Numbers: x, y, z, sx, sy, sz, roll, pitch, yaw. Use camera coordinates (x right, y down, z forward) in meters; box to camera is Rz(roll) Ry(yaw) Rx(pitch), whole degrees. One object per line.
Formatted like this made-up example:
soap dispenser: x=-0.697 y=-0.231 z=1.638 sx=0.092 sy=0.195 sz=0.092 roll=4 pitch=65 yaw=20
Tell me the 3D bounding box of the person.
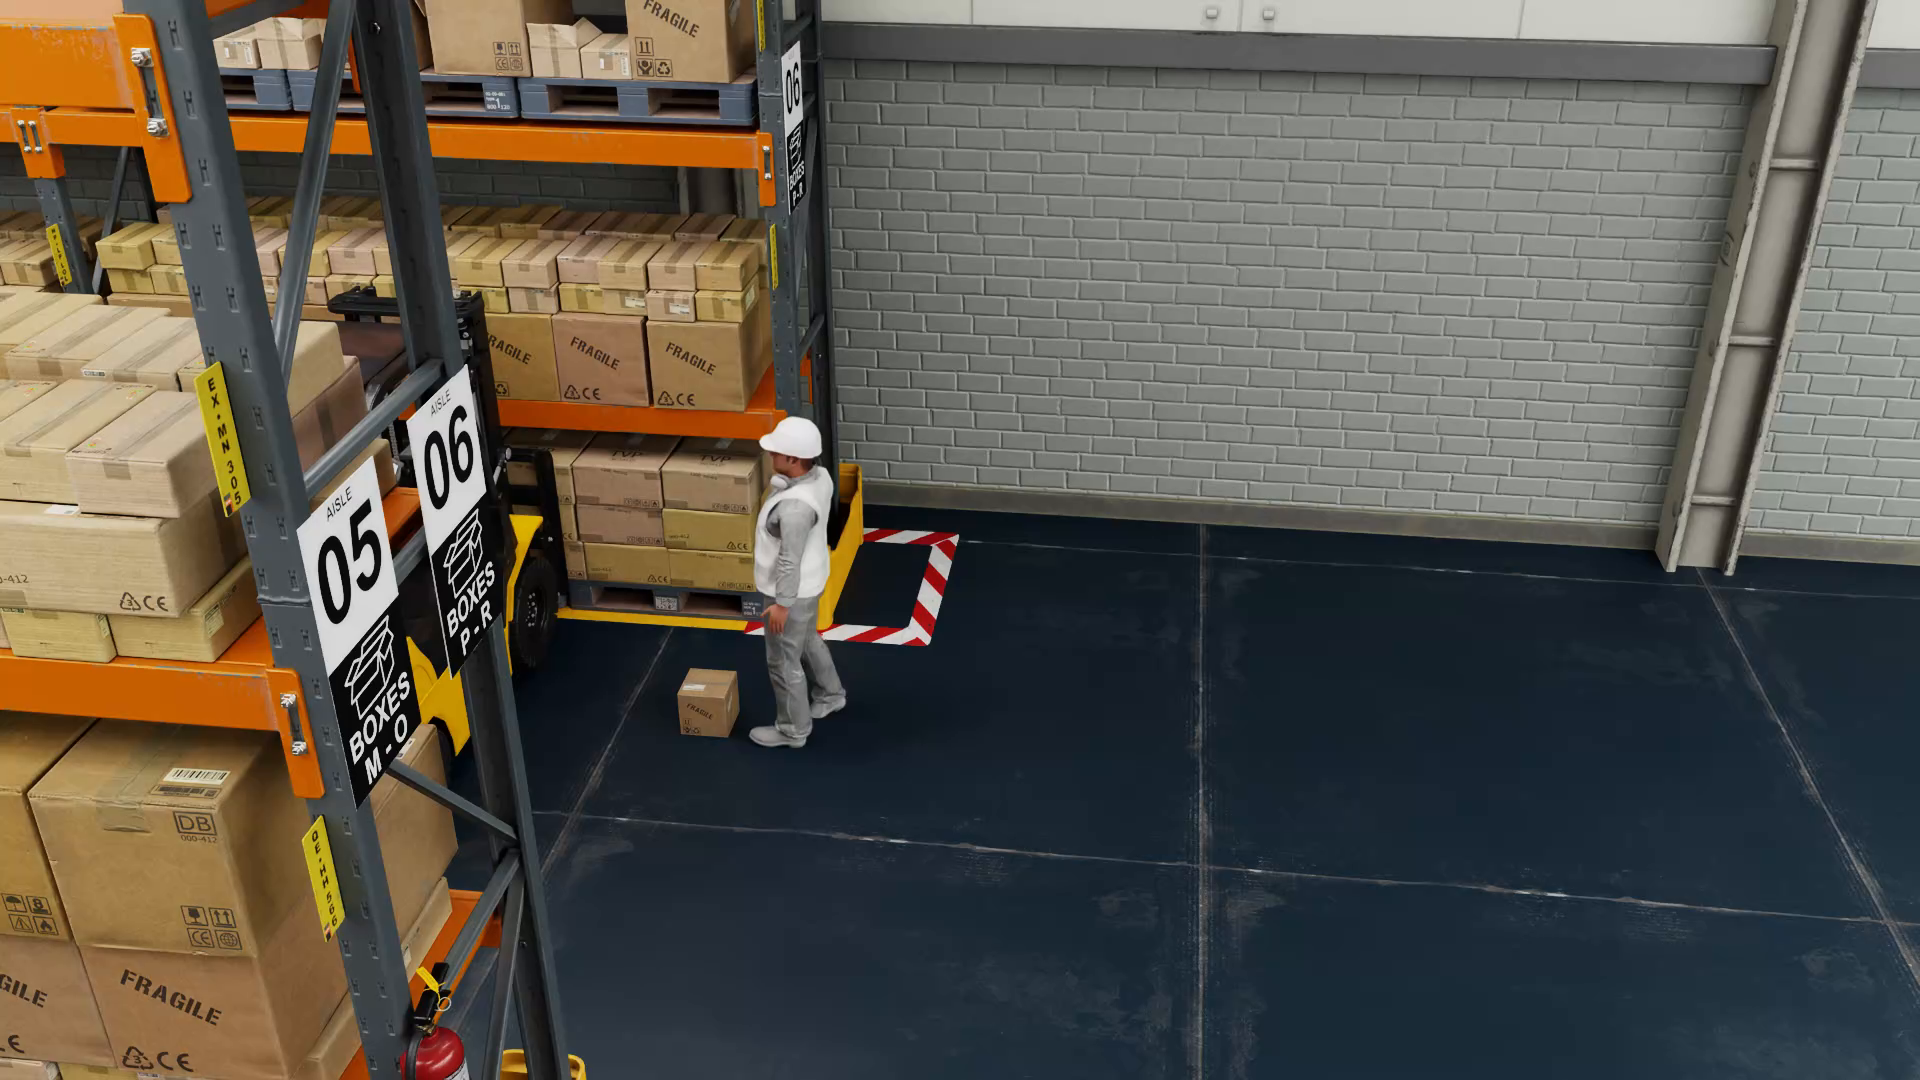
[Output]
person: x=-0.827 y=0.224 z=8.195 sx=0.360 sy=1.774 sz=0.533 roll=4 pitch=28 yaw=7
